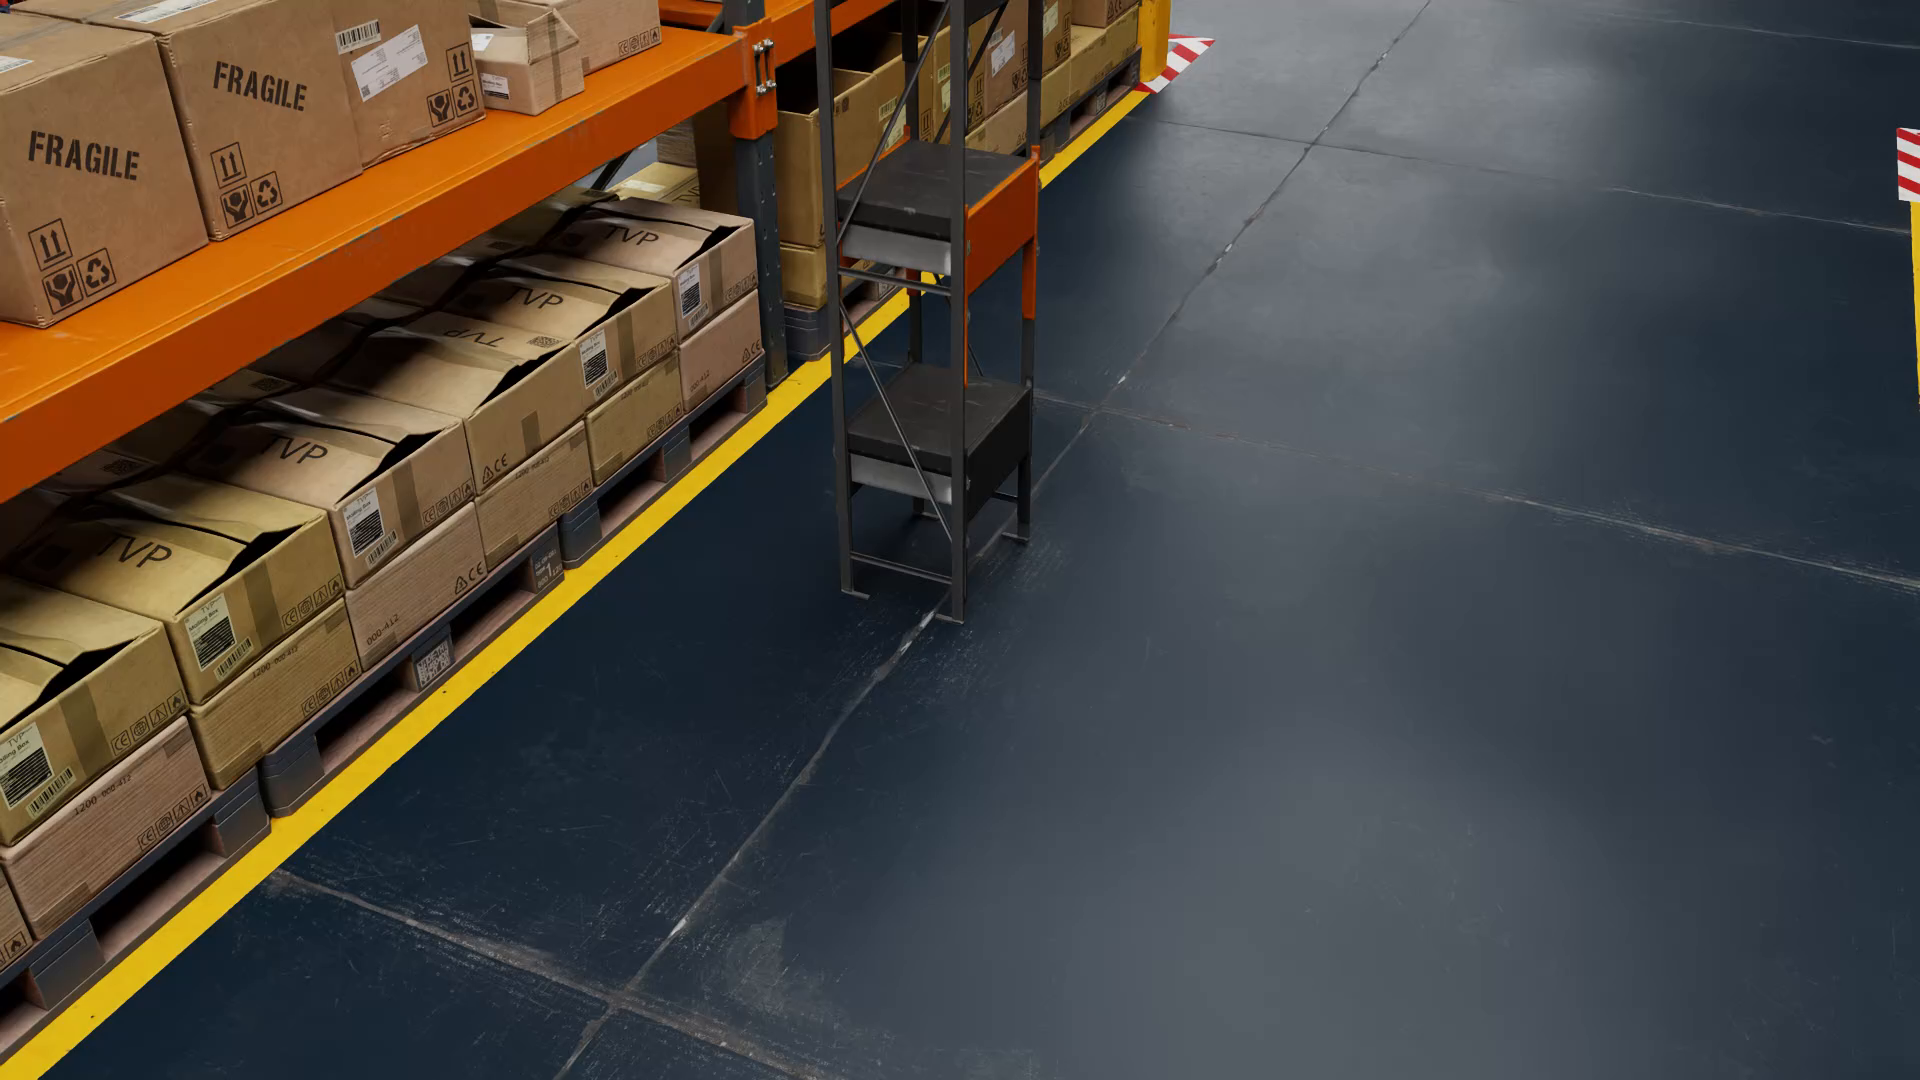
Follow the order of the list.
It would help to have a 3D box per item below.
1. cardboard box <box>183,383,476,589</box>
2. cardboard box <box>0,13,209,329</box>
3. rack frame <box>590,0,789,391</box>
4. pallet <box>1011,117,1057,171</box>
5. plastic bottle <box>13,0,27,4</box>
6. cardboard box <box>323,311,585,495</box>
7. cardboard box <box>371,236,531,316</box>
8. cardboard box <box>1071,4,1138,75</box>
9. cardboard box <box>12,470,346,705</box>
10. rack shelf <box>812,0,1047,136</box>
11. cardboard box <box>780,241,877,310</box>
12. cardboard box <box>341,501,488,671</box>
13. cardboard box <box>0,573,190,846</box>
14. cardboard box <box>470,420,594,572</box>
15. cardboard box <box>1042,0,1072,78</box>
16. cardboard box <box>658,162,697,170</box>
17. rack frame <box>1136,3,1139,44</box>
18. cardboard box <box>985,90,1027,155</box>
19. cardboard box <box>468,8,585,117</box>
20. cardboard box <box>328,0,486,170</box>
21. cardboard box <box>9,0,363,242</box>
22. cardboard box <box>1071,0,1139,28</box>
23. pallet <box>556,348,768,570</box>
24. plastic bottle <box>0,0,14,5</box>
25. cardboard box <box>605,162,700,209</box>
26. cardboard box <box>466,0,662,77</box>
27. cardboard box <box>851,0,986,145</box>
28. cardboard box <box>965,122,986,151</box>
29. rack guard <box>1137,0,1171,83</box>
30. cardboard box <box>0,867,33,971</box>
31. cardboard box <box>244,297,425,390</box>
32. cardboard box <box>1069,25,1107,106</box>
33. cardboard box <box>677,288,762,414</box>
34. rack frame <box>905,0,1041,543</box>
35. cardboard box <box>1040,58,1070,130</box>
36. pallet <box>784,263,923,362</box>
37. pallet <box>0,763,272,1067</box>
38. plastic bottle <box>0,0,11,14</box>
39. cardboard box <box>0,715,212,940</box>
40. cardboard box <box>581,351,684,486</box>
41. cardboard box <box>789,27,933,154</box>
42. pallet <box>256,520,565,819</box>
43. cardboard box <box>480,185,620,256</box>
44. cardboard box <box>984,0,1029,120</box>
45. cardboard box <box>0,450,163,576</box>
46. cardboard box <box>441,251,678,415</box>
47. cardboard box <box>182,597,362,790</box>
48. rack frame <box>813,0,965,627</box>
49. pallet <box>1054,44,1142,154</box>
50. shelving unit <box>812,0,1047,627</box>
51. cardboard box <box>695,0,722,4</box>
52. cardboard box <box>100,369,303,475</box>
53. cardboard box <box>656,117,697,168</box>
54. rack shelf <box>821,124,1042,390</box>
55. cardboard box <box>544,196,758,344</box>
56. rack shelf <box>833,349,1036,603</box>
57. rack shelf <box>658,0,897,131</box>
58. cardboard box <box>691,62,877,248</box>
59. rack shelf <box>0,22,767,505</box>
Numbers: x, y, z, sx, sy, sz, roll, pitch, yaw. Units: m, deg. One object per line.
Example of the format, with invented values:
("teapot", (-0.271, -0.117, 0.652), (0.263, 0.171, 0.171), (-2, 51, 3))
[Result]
("cardboard box", (-1.661, -0.180, 4.403), (0.500, 0.311, 0.500), (14, 36, 20))
("cardboard box", (-2.102, -0.835, 3.696), (0.500, 0.500, 0.500), (12, 35, 18))
("rack frame", (-1.115, -1.946, 5.482), (1.000, 3.000, 0.127), (14, 36, 20))
("pallet", (-0.235, -1.776, 7.766), (1.003, 0.211, 1.213), (14, 36, 20))
("plastic bottle", (-5.208, -2.989, 9.223), (0.097, 0.201, 0.097), (0, 33, 0))
("cardboard box", (-1.447, -0.430, 4.783), (0.500, 0.311, 0.500), (14, 36, 20))
("cardboard box", (-1.729, -0.809, 5.362), (0.500, 0.311, 0.500), (14, 36, 20))
("cardboard box", (0.602, -2.629, 8.648), (0.500, 0.250, 0.500), (14, 36, 20))
("cardboard box", (-1.875, 0.076, 4.012), (0.500, 0.311, 0.500), (13, 35, 19))
("rack shelf", (-0.069, -1.370, 4.172), (0.431, 0.518, 0.480), (14, 36, 20))
("cardboard box", (-0.646, -1.133, 6.367), (0.500, 0.250, 0.500), (14, 36, 20))
("cardboard box", (-1.667, 0.061, 4.546), (0.500, 0.250, 0.500), (15, 36, 21))
("cardboard box", (-2.091, 0.329, 3.626), (0.500, 0.311, 0.500), (13, 36, 19))
("cardboard box", (-1.452, -0.192, 4.932), (0.500, 0.250, 0.500), (15, 36, 22))
("cardboard box", (0.199, -2.440, 7.677), (0.500, 0.500, 0.500), (14, 36, 20))
("cardboard box", (-0.902, -1.499, 6.926), (0.500, 0.250, 0.500), (14, 36, 20))
("rack frame", (0.558, -3.938, 8.520), (1.000, 3.000, 0.127), (14, 36, 20))
("cardboard box", (-0.014, -1.879, 7.505), (0.500, 0.250, 0.500), (14, 36, 20))
("cardboard box", (-1.316, -1.409, 4.787), (0.396, 0.266, 0.258), (13, 36, 19))
("cardboard box", (-1.672, -1.346, 4.477), (0.500, 0.500, 0.500), (17, 37, 24))
("cardboard box", (-1.881, -1.097, 4.096), (0.500, 0.500, 0.500), (14, 36, 21))
("cardboard box", (0.604, -2.942, 8.442), (0.500, 0.500, 0.500), (14, 36, 20))
("pallet", (-1.388, -0.404, 5.673), (1.003, 0.211, 1.213), (14, 36, 20))
("plastic bottle", (-5.251, -2.966, 9.125), (0.097, 0.271, 0.097), (0, 33, 0))
("cardboard box", (-1.120, -1.253, 6.549), (0.500, 0.250, 0.500), (14, 36, 20))
("cardboard box", (-1.282, -1.628, 5.134), (0.500, 0.250, 0.500), (17, 37, 23))
("cardboard box", (-0.219, -1.942, 6.917), (0.500, 0.500, 0.500), (14, 36, 20))
("cardboard box", (-0.218, -1.629, 7.123), (0.500, 0.250, 0.500), (14, 36, 20))
("rack guard", (0.568, -2.905, 9.224), (1.175, 0.500, 0.348), (14, 36, 20))
("cardboard box", (-2.303, 0.827, 3.377), (0.500, 0.250, 0.500), (14, 36, 20))
("cardboard box", (-1.944, -0.551, 4.968), (0.500, 0.311, 0.500), (13, 35, 19))
("cardboard box", (0.404, -2.377, 8.264), (0.500, 0.250, 0.500), (14, 36, 20))
("cardboard box", (-1.025, -0.698, 5.704), (0.500, 0.250, 0.500), (14, 36, 20))
("rack frame", (0.033, -0.917, 4.734), (0.400, 2.100, 0.015), (14, 36, 20))
("cardboard box", (0.196, -2.128, 7.884), (0.500, 0.250, 0.500), (14, 36, 20))
("pallet", (-0.745, -1.166, 6.836), (1.003, 0.211, 1.213), (14, 36, 20))
("pallet", (-2.409, 0.812, 3.820), (1.003, 0.211, 1.213), (14, 36, 20))
("plastic bottle", (-4.819, -2.561, 8.435), (0.144, 0.351, 0.185), (13, 35, 18))
("cardboard box", (-2.093, 0.577, 3.760), (0.500, 0.250, 0.500), (13, 35, 19))
("cardboard box", (-1.239, -0.447, 5.321), (0.500, 0.250, 0.500), (14, 36, 20))
("cardboard box", (-0.435, -1.695, 6.540), (0.500, 0.500, 0.500), (14, 36, 20))
("pallet", (-1.897, 0.206, 4.743), (1.003, 0.211, 1.213), (14, 36, 20))
("cardboard box", (-1.514, -1.057, 5.740), (0.500, 0.311, 0.500), (14, 36, 21))
("cardboard box", (-0.011, -2.192, 7.298), (0.500, 0.500, 0.500), (14, 36, 20))
("cardboard box", (-2.368, -0.042, 4.192), (0.500, 0.311, 0.500), (14, 36, 20))
("cardboard box", (-1.236, -0.678, 5.162), (0.500, 0.311, 0.500), (15, 36, 22))
("cardboard box", (-1.881, 0.316, 4.157), (0.500, 0.250, 0.500), (13, 36, 19))
("rack frame", (-0.171, -0.674, 4.363), (0.400, 2.100, 0.015), (14, 36, 20))
("pallet", (0.276, -2.381, 8.689), (1.003, 0.211, 1.213), (14, 36, 20))
("shelving unit", (-0.069, -0.796, 4.549), (0.431, 2.100, 0.503), (14, 36, 20))
("cardboard box", (-0.935, -2.210, 5.794), (0.700, 0.500, 0.500), (13, 36, 19))
("cardboard box", (-2.156, -0.291, 4.572), (0.500, 0.311, 0.500), (15, 36, 22))
("cardboard box", (-0.900, -1.813, 6.719), (0.500, 0.500, 0.500), (14, 36, 20))
("rack shelf", (-0.069, -0.784, 4.556), (0.431, 0.518, 0.480), (14, 36, 20))
("cardboard box", (-1.024, -0.939, 5.559), (0.500, 0.311, 0.500), (14, 36, 20))
("rack shelf", (-0.069, -0.199, 4.940), (0.431, 0.518, 0.480), (14, 36, 20))
("rack shelf", (-0.279, -2.641, 7.198), (1.077, 0.370, 4.000), (14, 36, 20))
("cardboard box", (-0.637, -1.444, 6.158), (0.500, 0.500, 0.500), (14, 36, 20))
("rack shelf", (-1.952, -0.649, 4.160), (1.077, 0.370, 4.000), (14, 36, 20))
